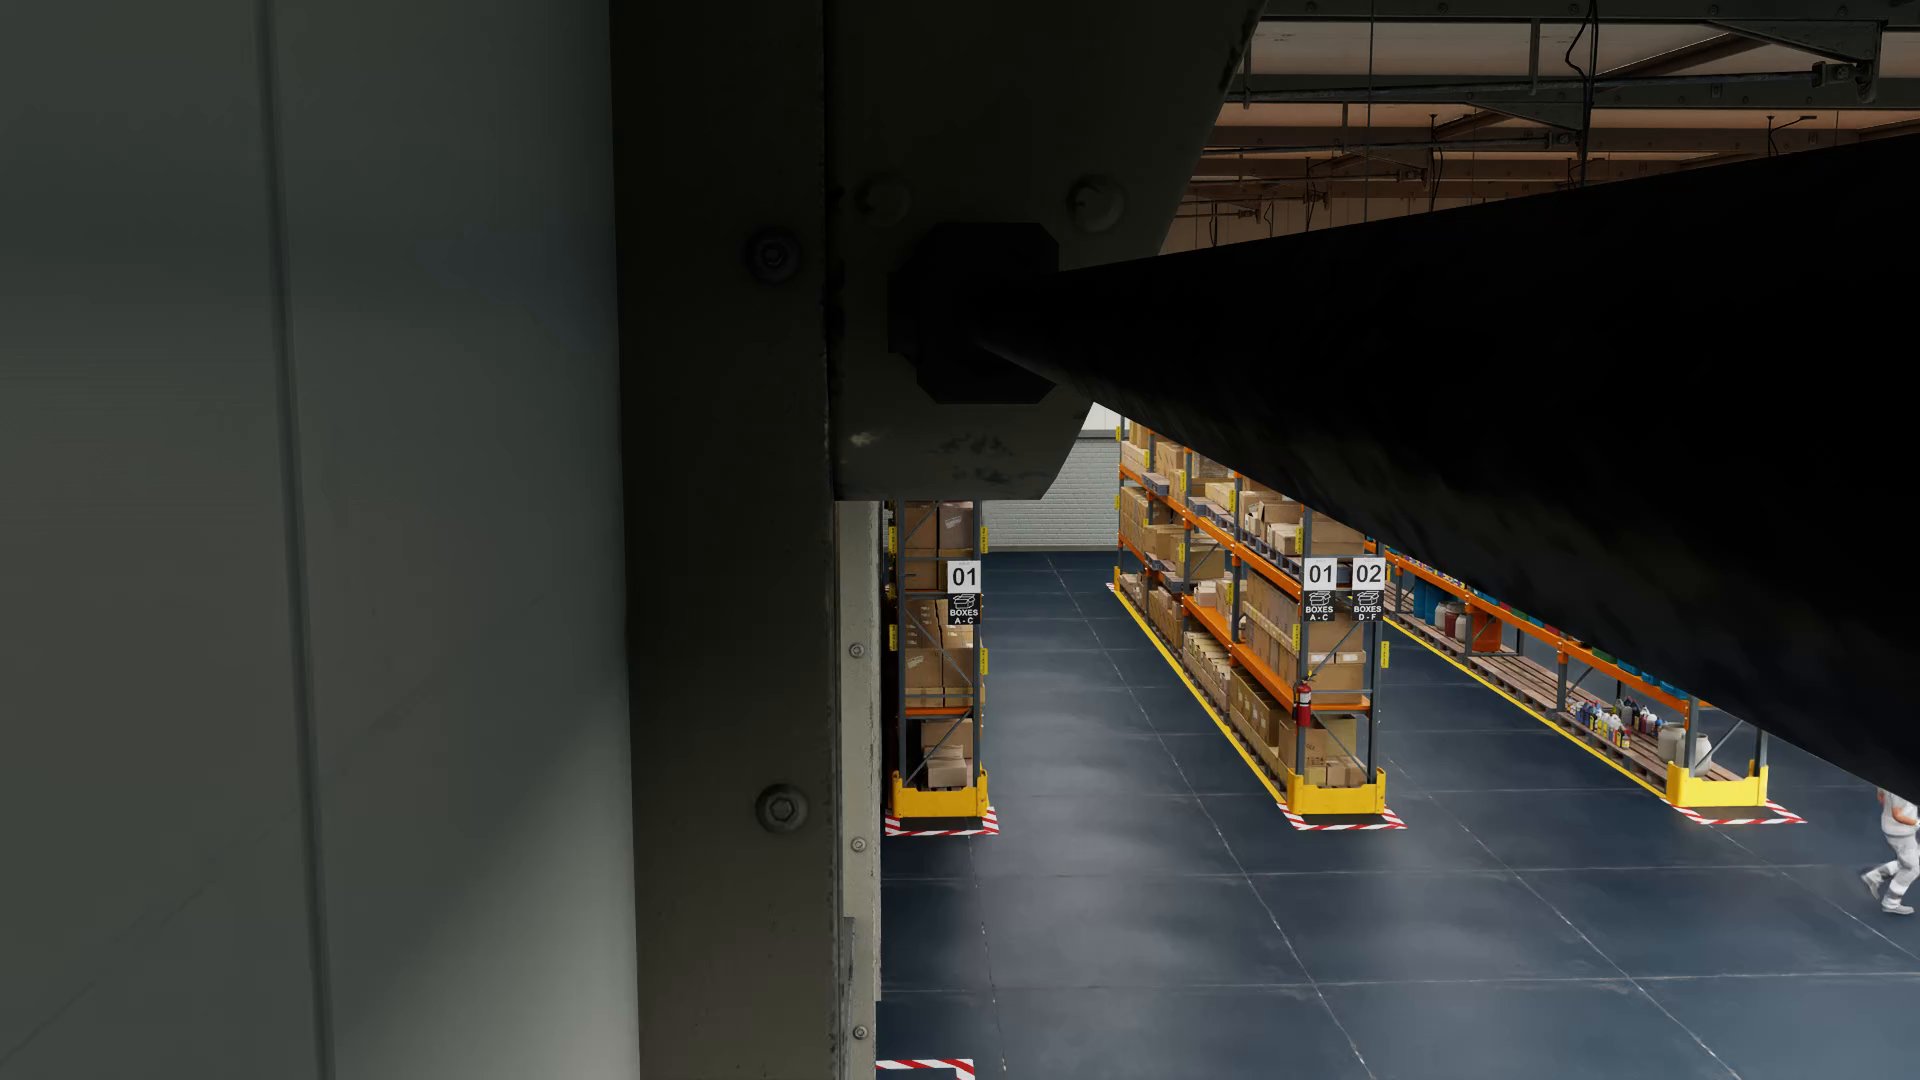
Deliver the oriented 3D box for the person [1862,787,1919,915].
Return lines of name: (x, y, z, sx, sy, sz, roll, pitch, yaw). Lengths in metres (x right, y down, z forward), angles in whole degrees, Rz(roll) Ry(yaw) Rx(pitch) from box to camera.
person: (9.713, 3.011, 17.181, 0.612, 1.738, 0.651, 3, 9, 21)
